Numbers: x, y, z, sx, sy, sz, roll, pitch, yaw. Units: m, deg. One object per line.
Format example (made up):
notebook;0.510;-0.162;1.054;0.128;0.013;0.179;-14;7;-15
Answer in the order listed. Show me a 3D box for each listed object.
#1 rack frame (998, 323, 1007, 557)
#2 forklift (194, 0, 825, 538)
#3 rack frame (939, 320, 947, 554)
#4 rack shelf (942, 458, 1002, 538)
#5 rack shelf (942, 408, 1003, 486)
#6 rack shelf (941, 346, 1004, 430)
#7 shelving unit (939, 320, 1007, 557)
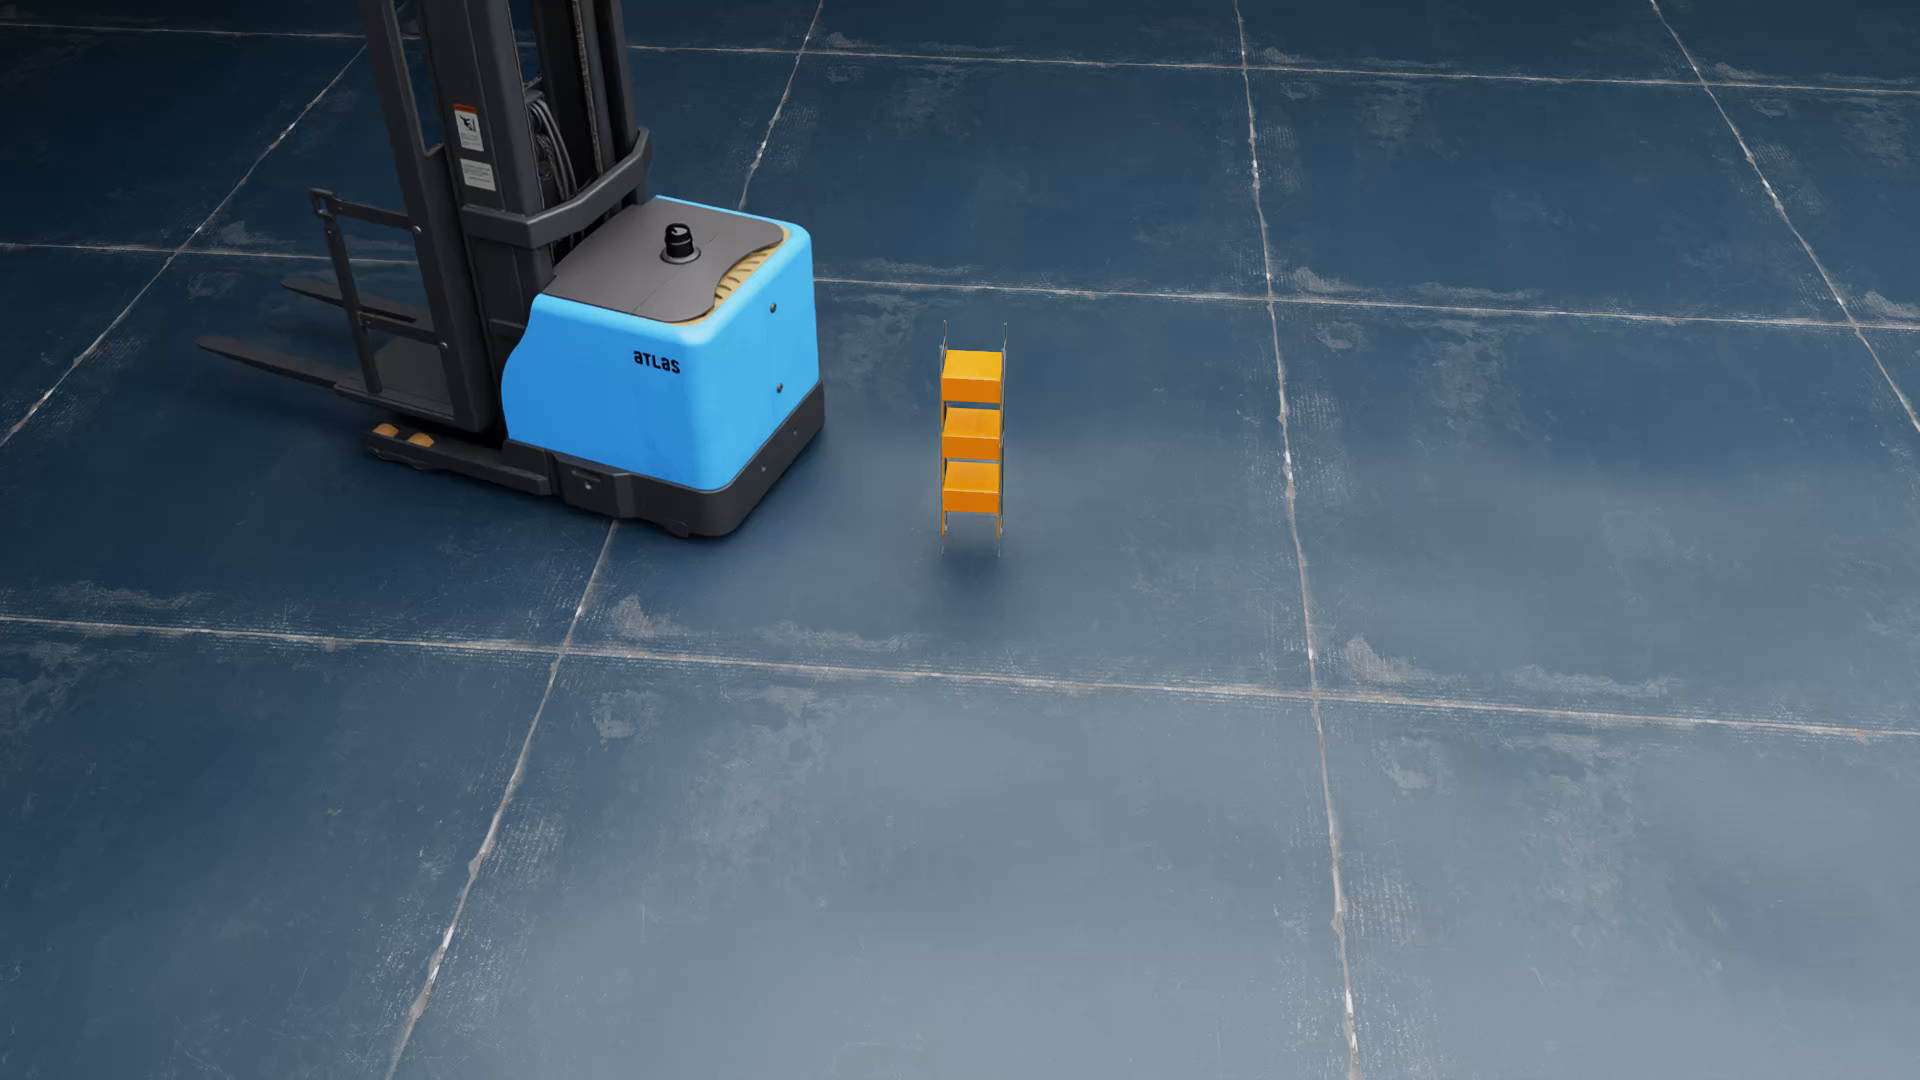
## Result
rack frame;0.175;-0.398;6.907;0.008;1.050;0.200;3;39;4
forklift;-2.201;-1.750;7.078;3.031;2.935;1.130;15;41;18
rack frame;-0.068;-0.411;6.923;0.008;1.050;0.200;3;39;4
rack shelf;0.053;-0.180;7.097;0.240;0.259;0.215;3;39;4
rack shelf;0.053;-0.396;6.922;0.240;0.259;0.215;3;39;4
rack shelf;0.053;-0.616;6.743;0.240;0.259;0.215;3;39;4
shelving unit;0.053;-0.404;6.915;0.252;1.050;0.215;3;39;4
